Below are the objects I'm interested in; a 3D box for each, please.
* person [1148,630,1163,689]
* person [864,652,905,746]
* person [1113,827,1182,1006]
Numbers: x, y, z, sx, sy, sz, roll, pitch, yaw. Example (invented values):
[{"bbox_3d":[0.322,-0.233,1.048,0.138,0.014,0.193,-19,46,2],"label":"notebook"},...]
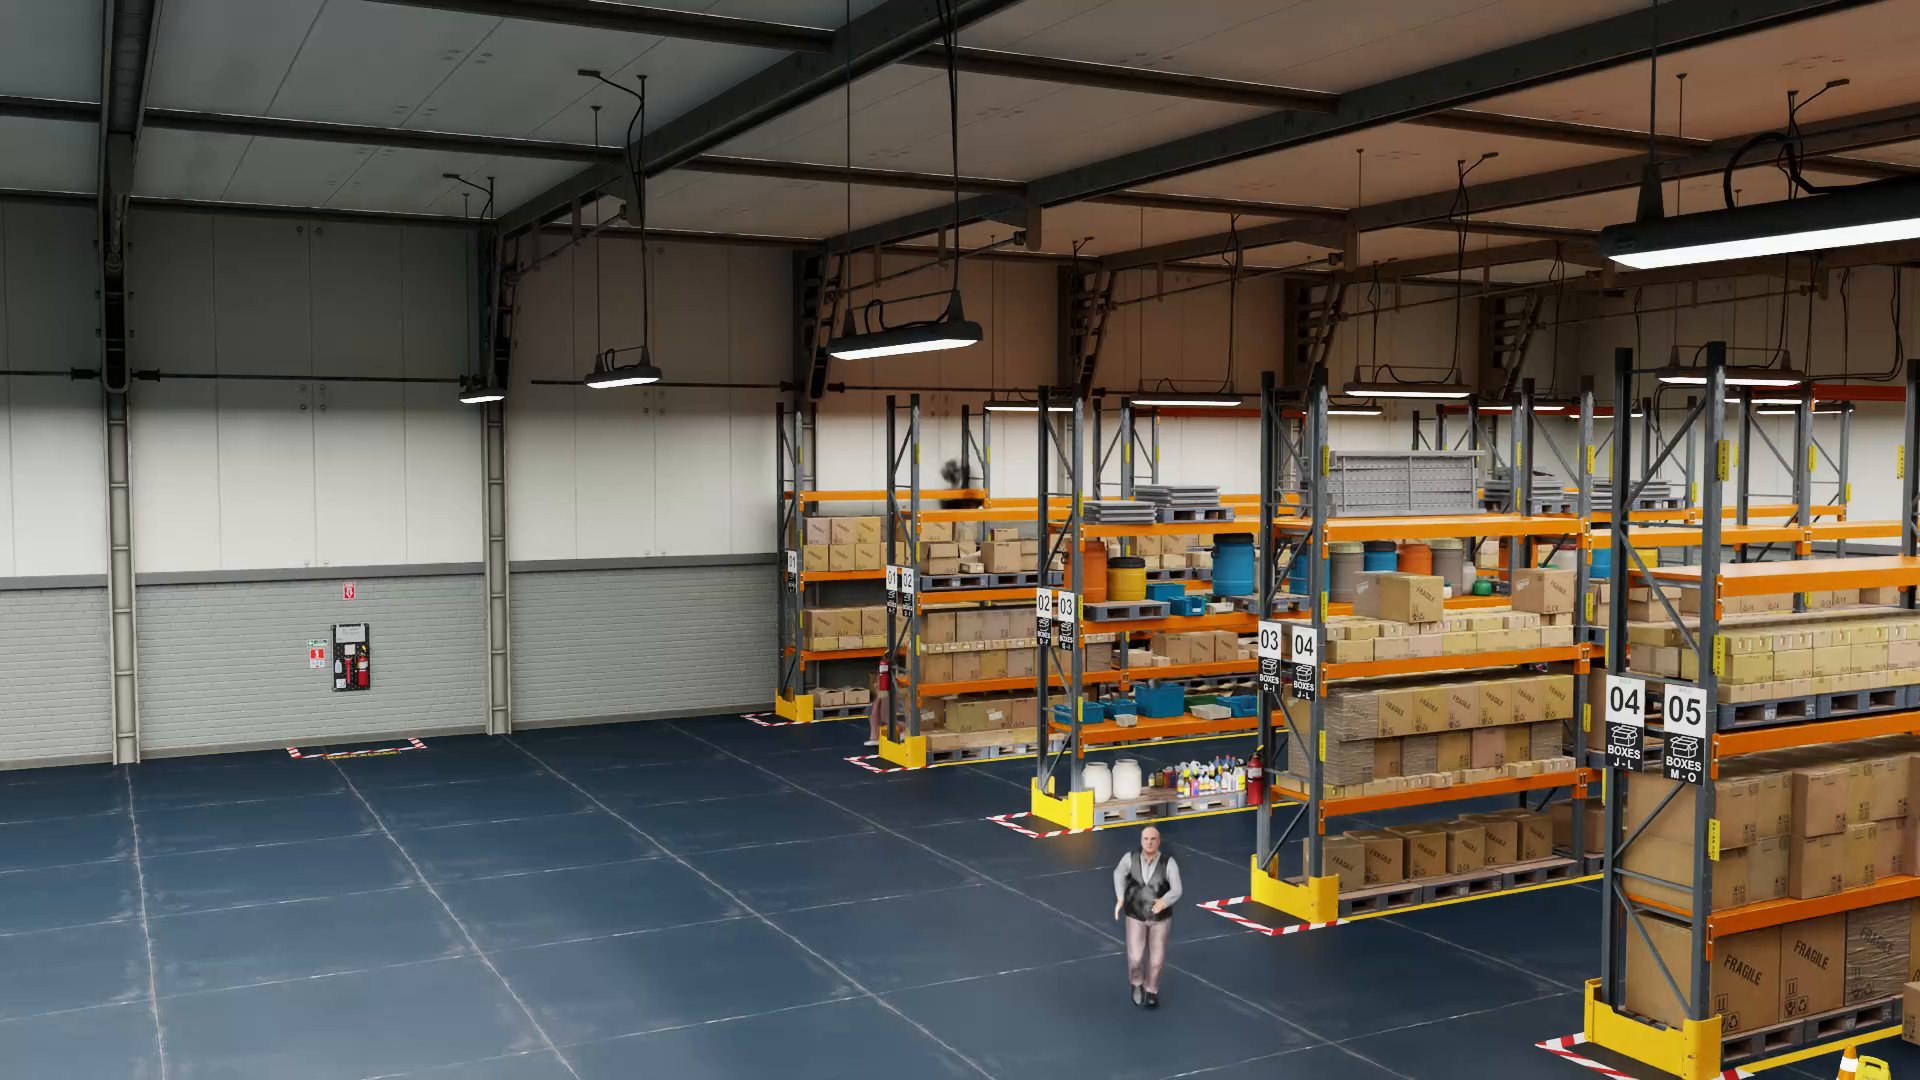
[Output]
[{"bbox_3d":[3.756,2.534,31.692,0.924,1.645,0.570,-2,4,-34],"label":"person"},{"bbox_3d":[-1.284,2.717,28.642,0.825,1.635,0.588,-2,4,-28],"label":"person"},{"bbox_3d":[1.705,3.449,15.151,0.630,1.675,0.733,0,3,7],"label":"person"}]
